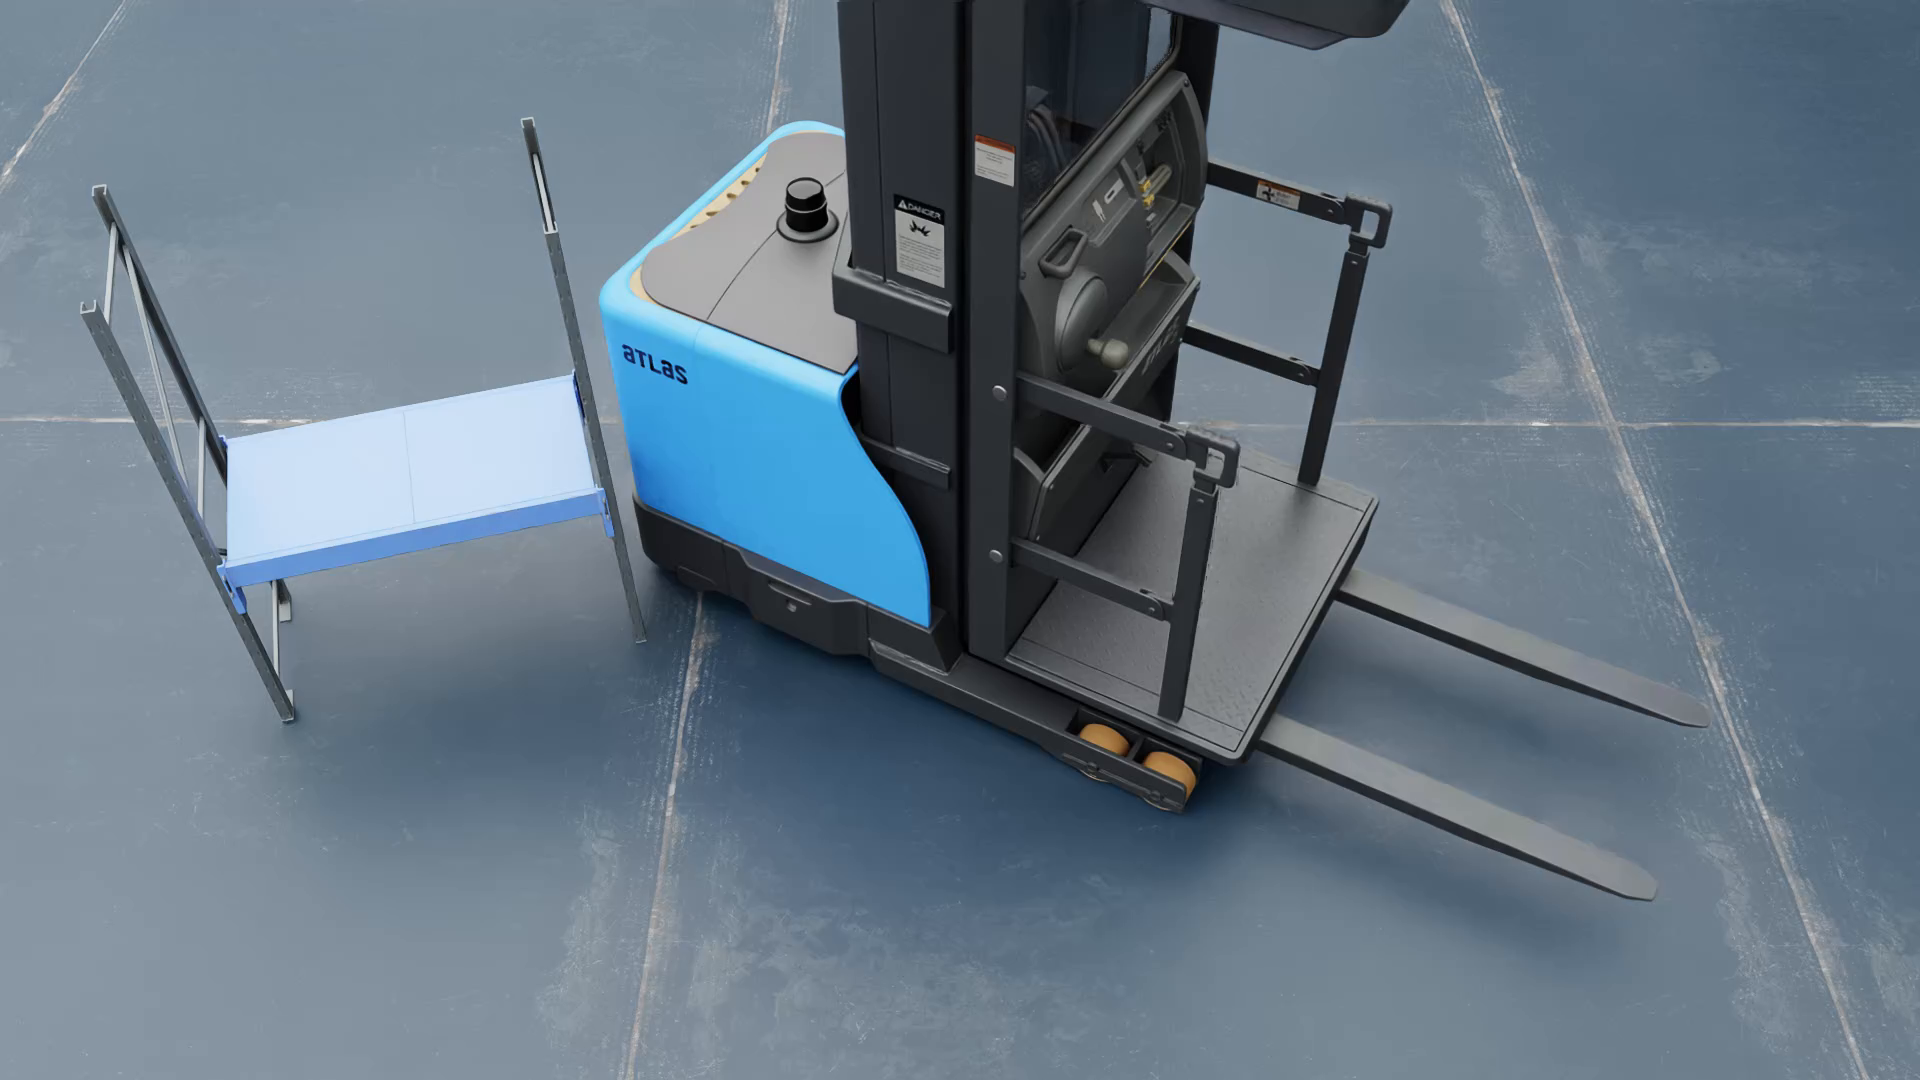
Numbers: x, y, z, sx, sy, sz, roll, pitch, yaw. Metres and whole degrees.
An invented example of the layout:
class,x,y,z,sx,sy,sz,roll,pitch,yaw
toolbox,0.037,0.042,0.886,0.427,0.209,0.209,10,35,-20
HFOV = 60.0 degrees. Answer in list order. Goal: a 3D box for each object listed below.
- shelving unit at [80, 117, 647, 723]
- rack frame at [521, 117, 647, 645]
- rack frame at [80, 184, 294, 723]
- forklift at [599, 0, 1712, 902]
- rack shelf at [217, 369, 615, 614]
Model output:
class,x,y,z,sx,sy,sz,roll,pitch,yaw
shelving unit,-1.508,-0.272,4.479,1.048,1.500,0.538,-12,48,-11
rack frame,-1.021,-0.378,4.577,0.032,1.500,0.500,-12,48,-11
rack frame,-1.996,-0.166,4.380,0.032,1.500,0.500,-12,48,-11
forklift,0.558,-0.708,3.906,3.031,2.935,1.130,22,51,19
rack shelf,-1.508,-0.149,4.610,1.000,0.185,0.538,-12,48,-11
